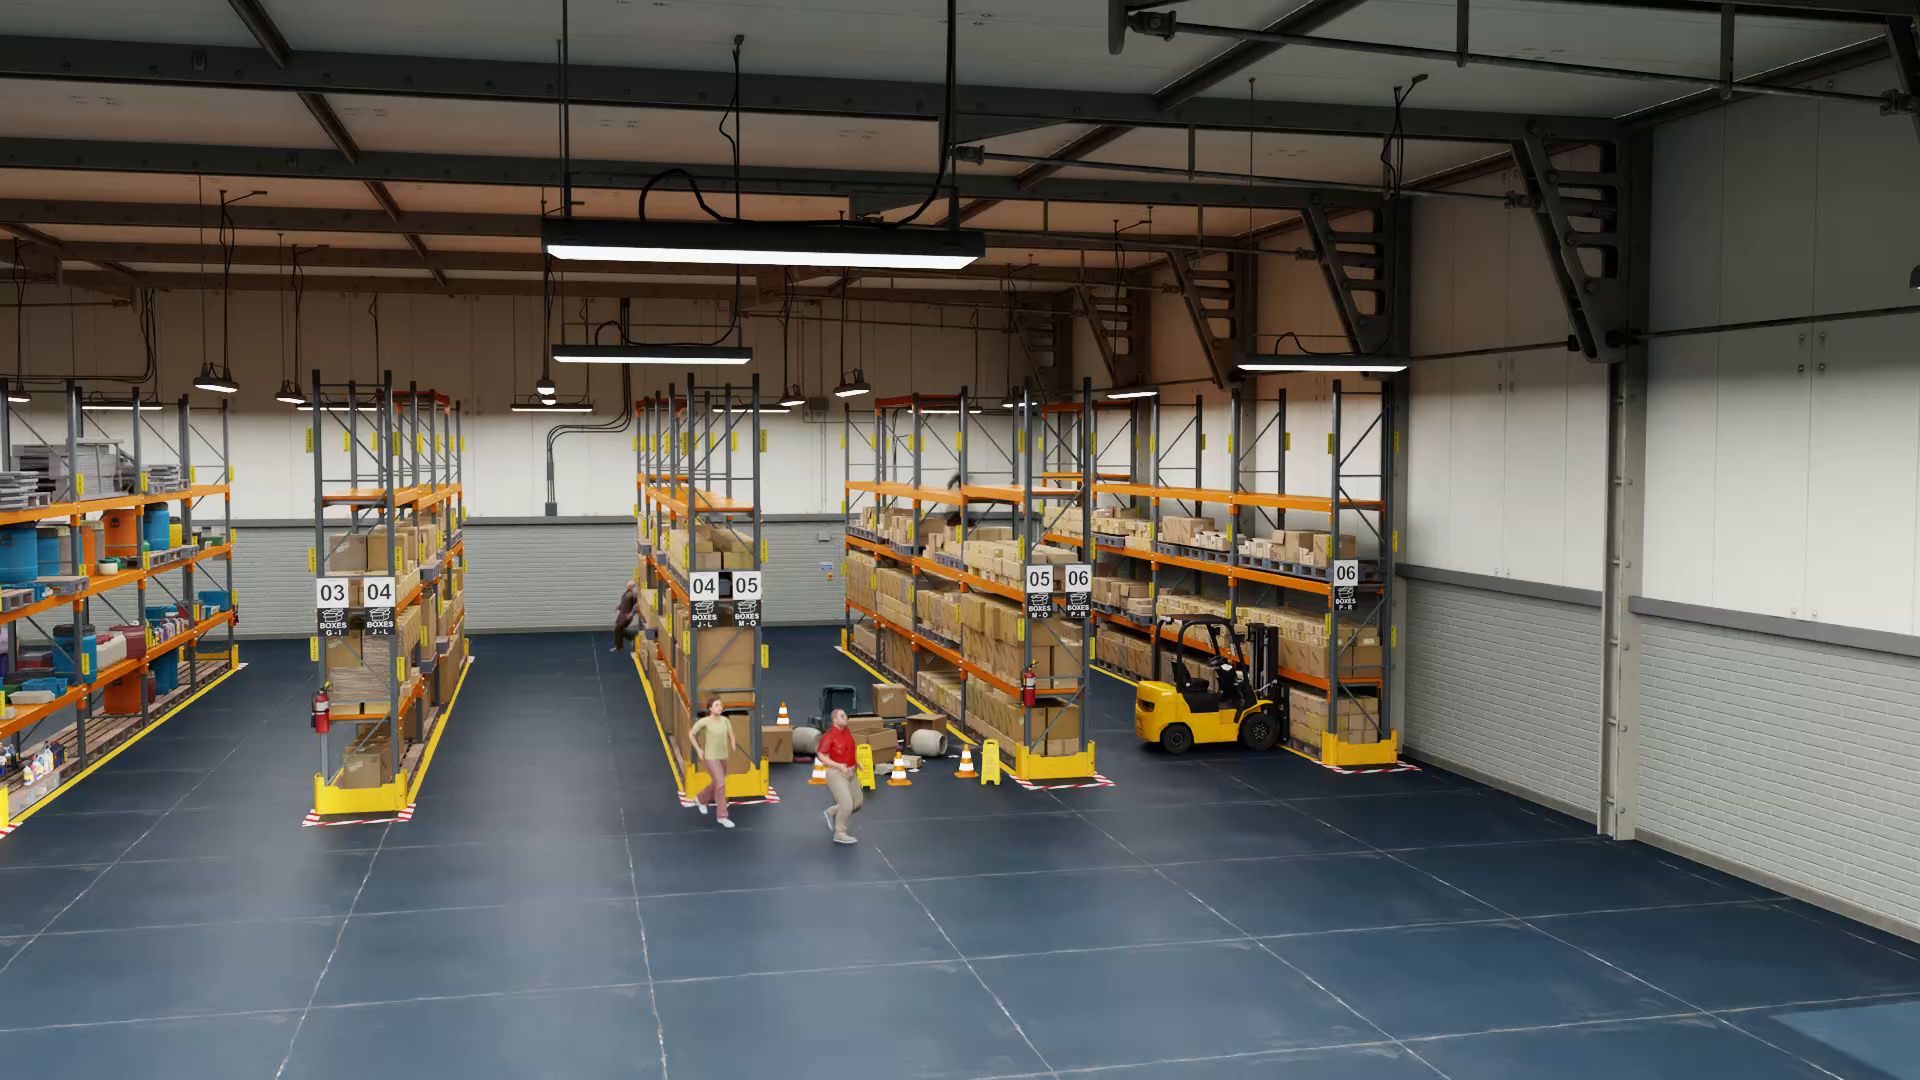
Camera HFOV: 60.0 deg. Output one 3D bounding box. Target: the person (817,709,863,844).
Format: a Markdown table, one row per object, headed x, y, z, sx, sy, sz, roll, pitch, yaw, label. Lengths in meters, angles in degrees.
| x | y | z | sx | sy | sz | roll | pitch | yaw | label |
| --- | --- | --- | --- | --- | --- | --- | --- | --- | --- |
| -1.494 | 2.955 | 20.890 | 0.585 | 1.671 | 0.661 | 2 | 4 | 32 | person |

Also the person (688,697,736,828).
| x | y | z | sx | sy | sz | roll | pitch | yaw | label |
| --- | --- | --- | --- | --- | --- | --- | --- | --- | --- |
| -3.249 | 2.894 | 21.945 | 0.898 | 1.670 | 0.593 | 3 | 5 | 44 | person |

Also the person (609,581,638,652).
| x | y | z | sx | sy | sz | roll | pitch | yaw | label |
| --- | --- | --- | --- | --- | --- | --- | --- | --- | --- |
| -8.031 | 1.841 | 39.962 | 0.756 | 1.714 | 0.788 | -2 | 4 | -30 | person |

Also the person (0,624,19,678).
| x | y | z | sx | sy | sz | roll | pitch | yaw | label |
| --- | --- | --- | --- | --- | --- | --- | --- | --- | --- |
| -18.546 | 2.349 | 32.106 | 0.615 | 1.732 | 0.738 | -1 | 3 | -18 | person |
